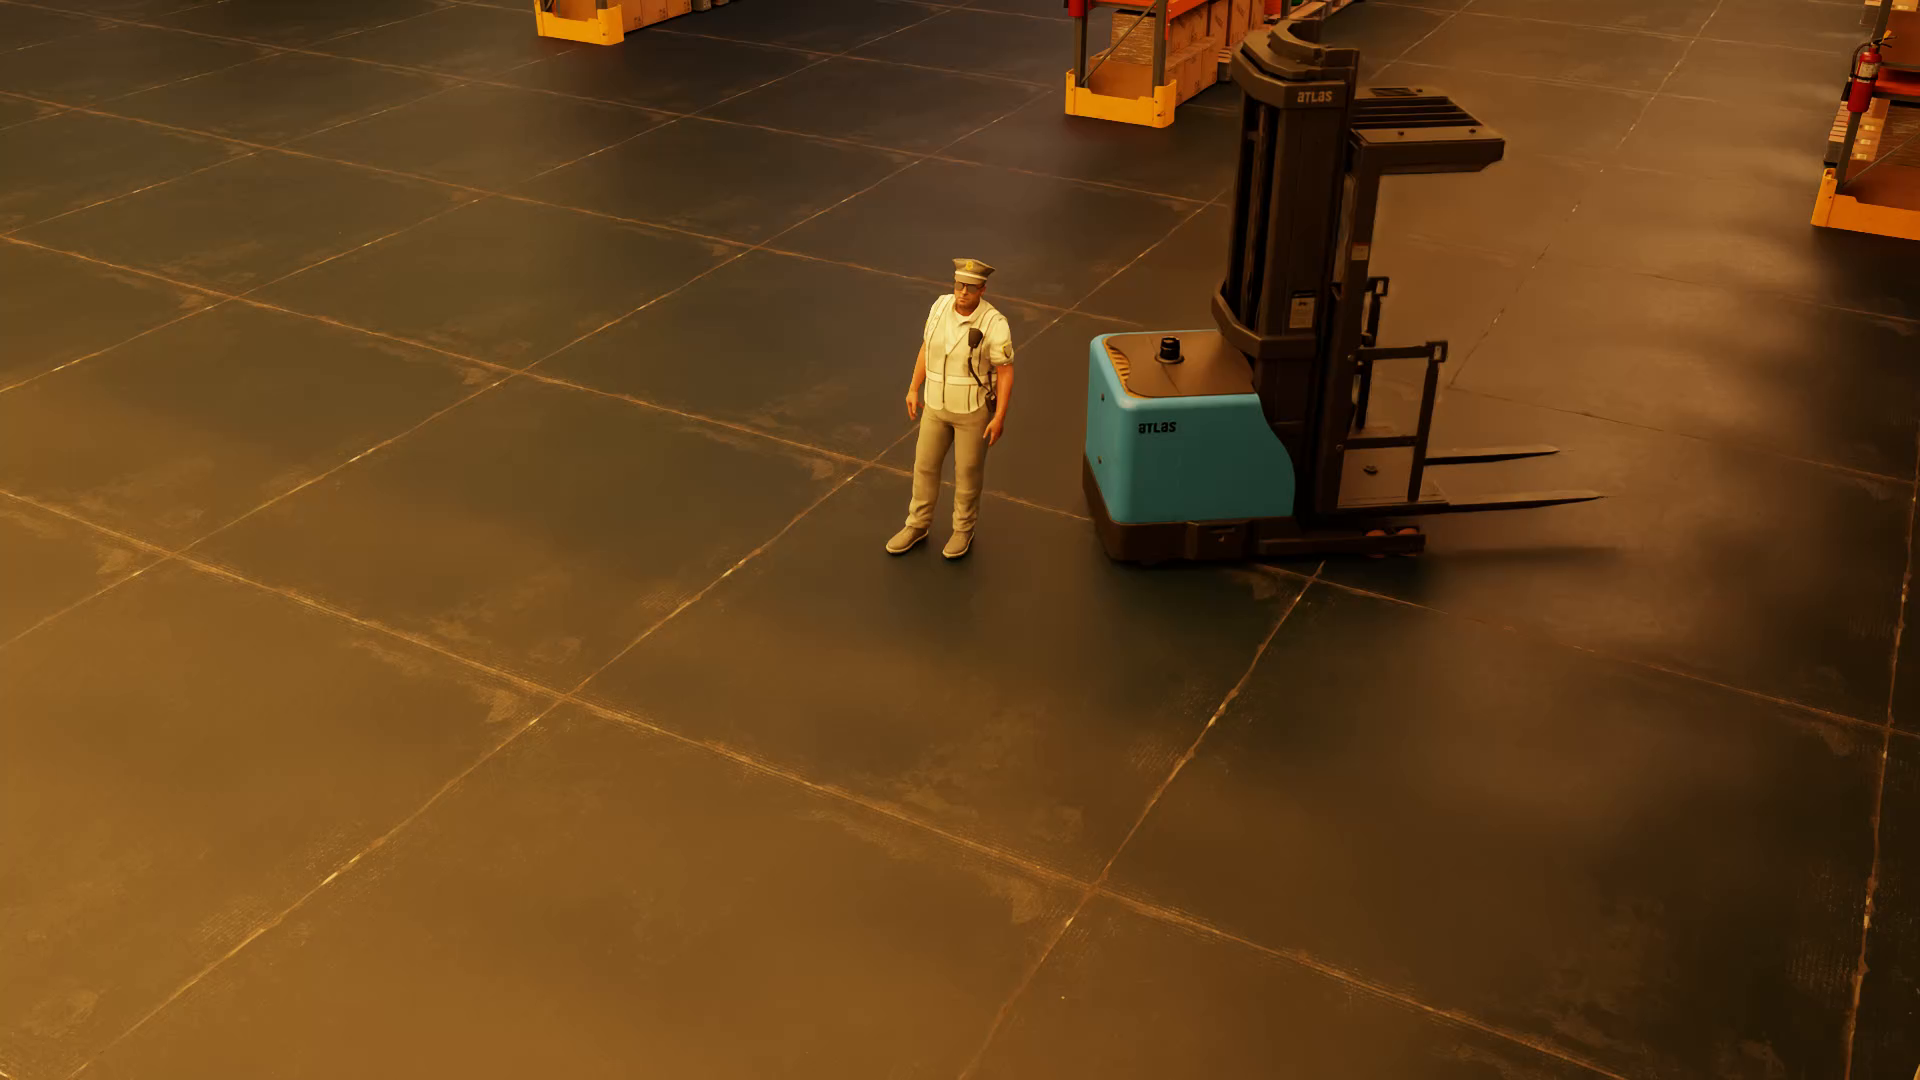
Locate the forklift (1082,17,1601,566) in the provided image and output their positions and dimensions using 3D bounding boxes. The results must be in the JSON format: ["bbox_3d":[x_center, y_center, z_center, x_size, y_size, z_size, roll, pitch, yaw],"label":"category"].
[{"bbox_3d":[2.319,-1.421,9.533,3.031,2.935,1.130,-3,30,-5],"label":"forklift"}]

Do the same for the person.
[{"bbox_3d":[-0.048,-0.747,9.500,0.640,1.781,0.575,15,33,25],"label":"person"}]
